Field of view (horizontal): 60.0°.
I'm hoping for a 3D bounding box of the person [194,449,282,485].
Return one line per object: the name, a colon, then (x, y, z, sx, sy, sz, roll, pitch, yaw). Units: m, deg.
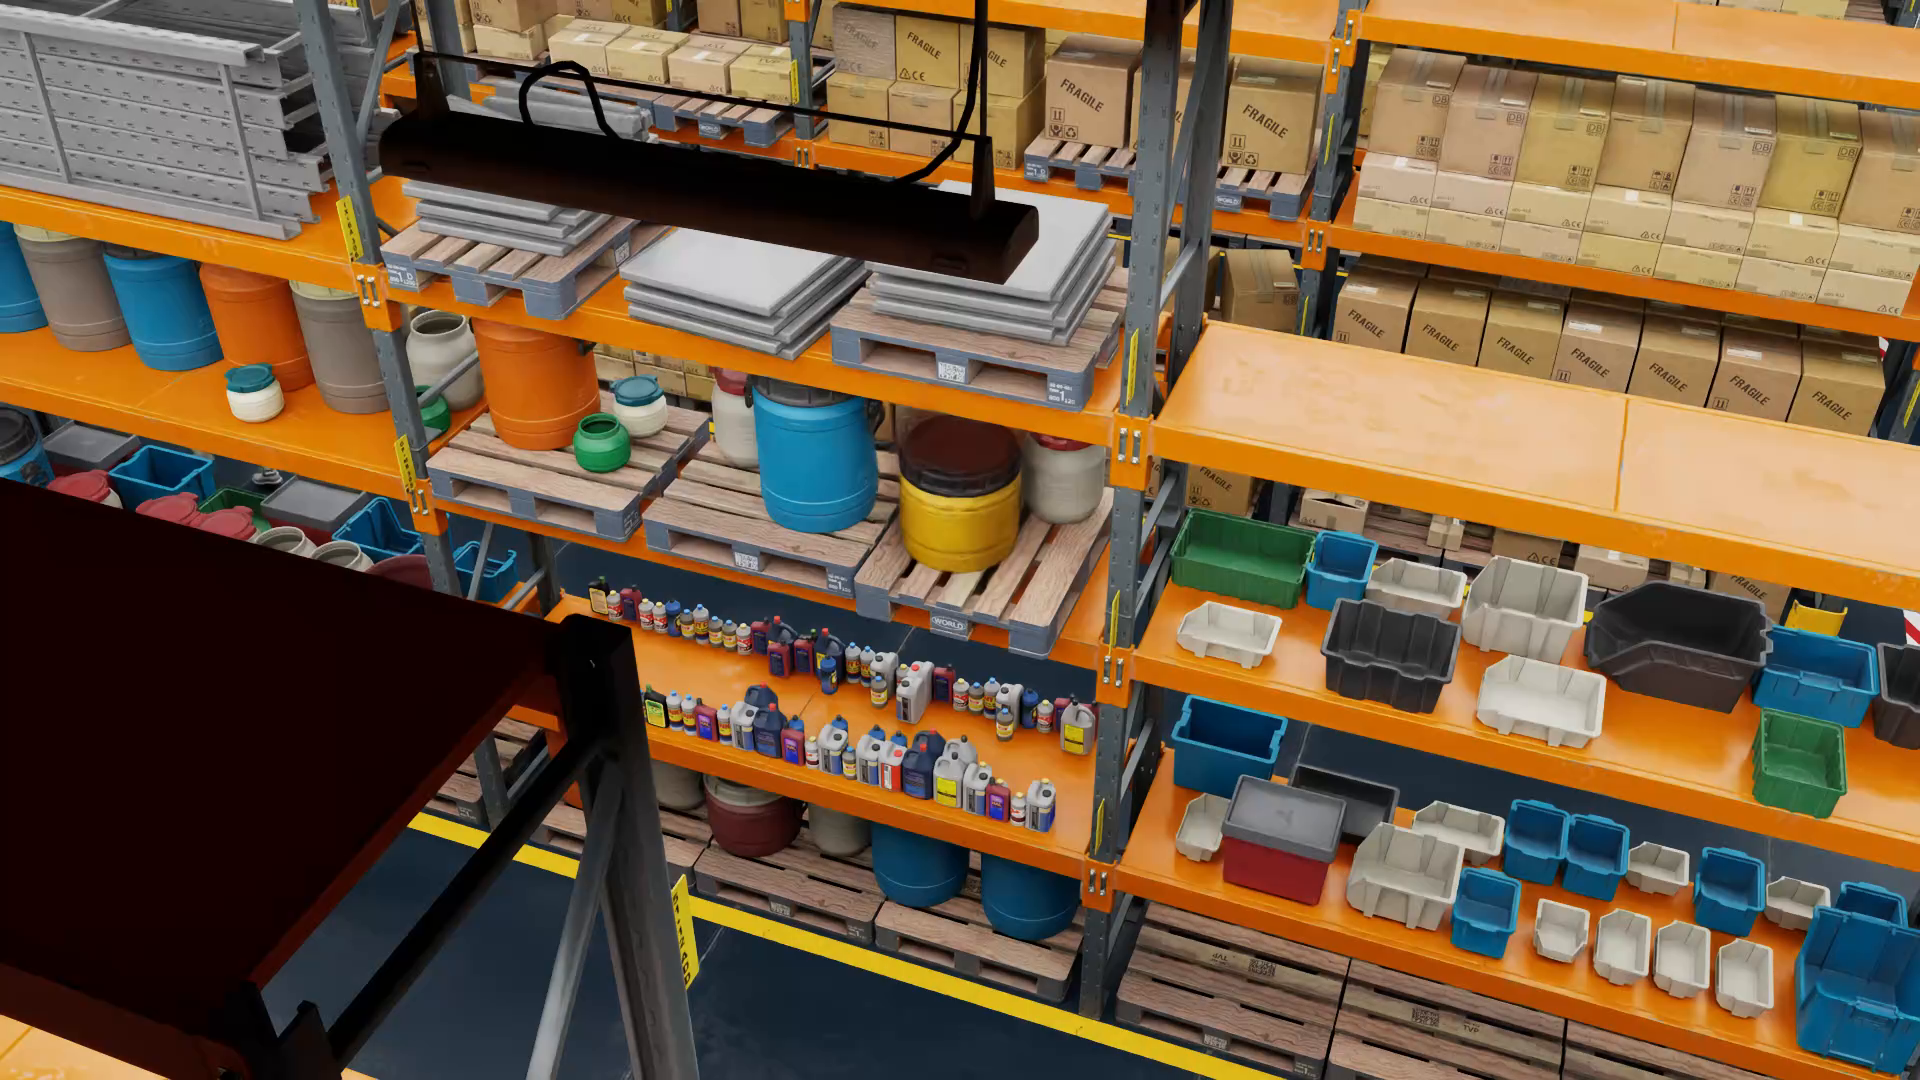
person: (-6.117, -1.088, 13.444, 0.848, 1.653, 0.495, -1, 36, -1)
